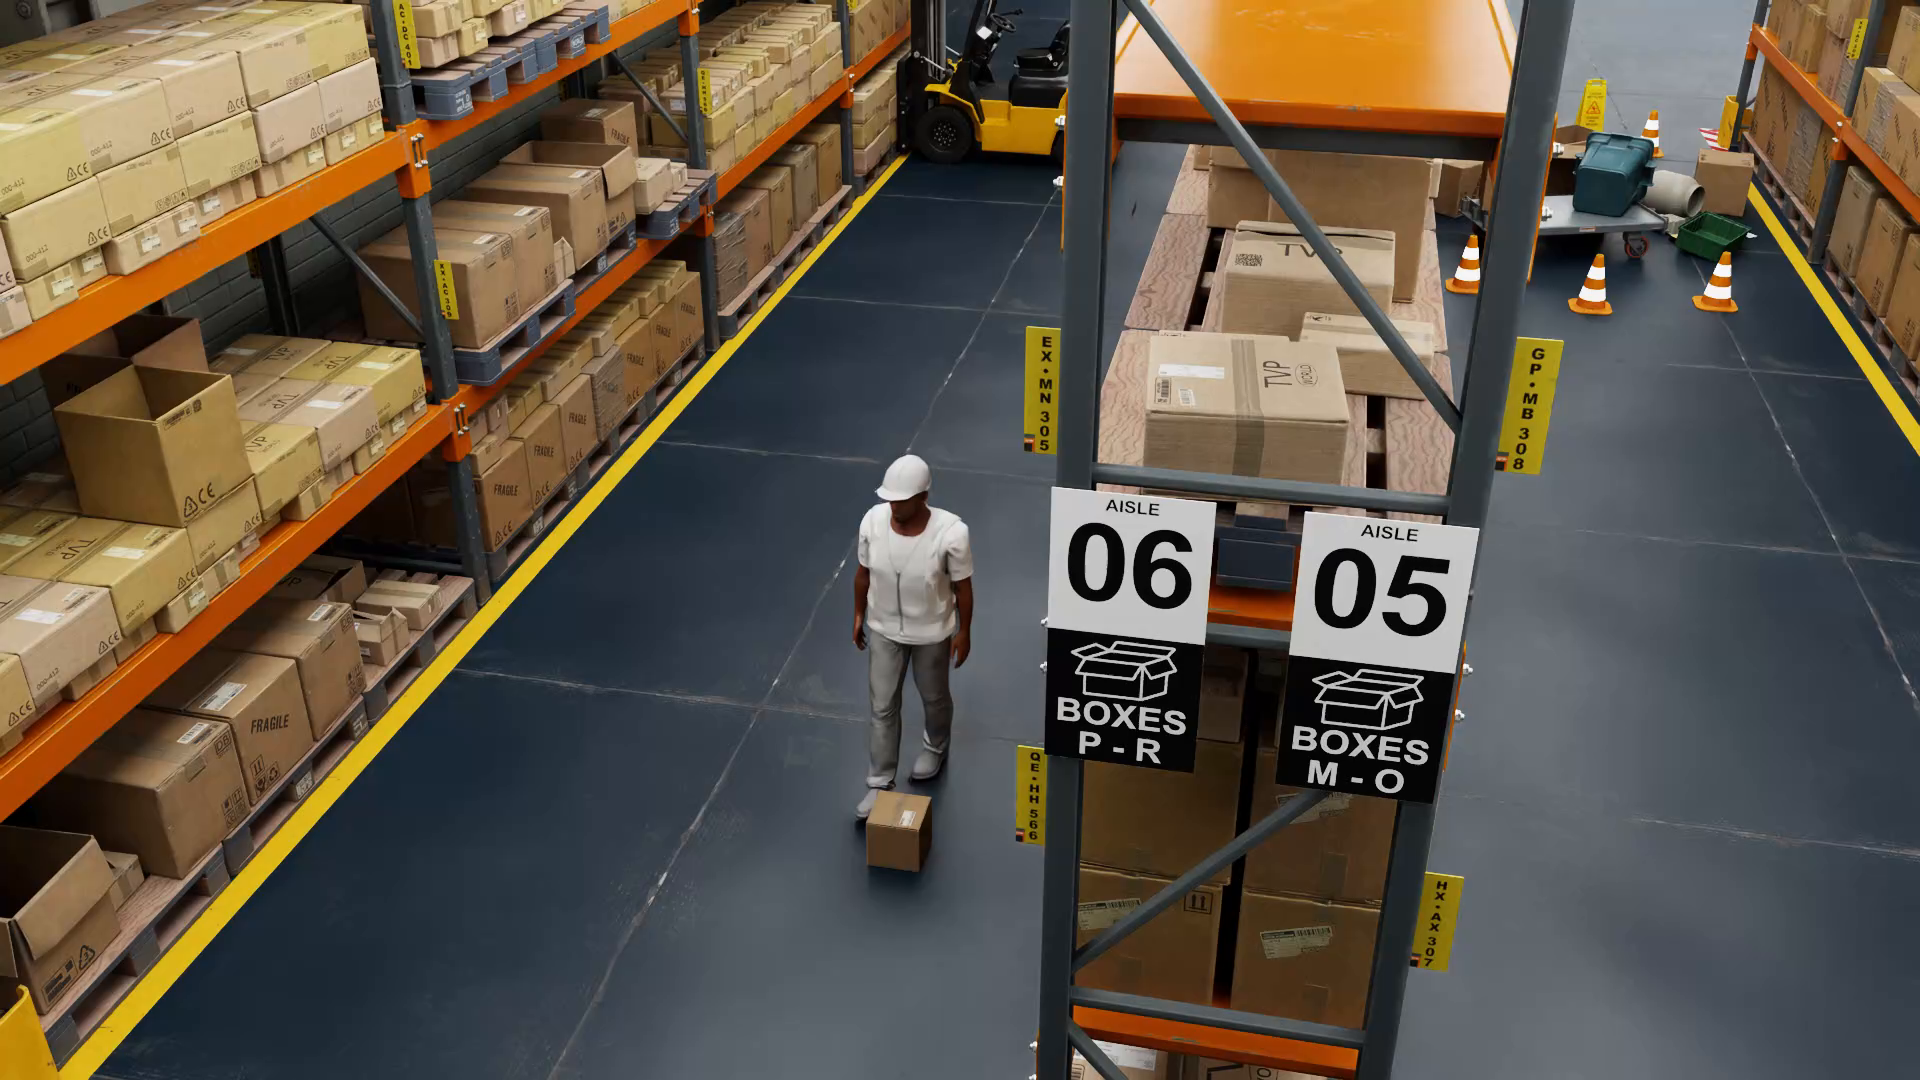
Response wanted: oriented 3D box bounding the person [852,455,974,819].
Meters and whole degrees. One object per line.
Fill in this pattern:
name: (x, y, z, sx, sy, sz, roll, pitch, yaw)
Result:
person: (-0.265, 0.455, 7.753, 0.592, 1.760, 0.745, 8, 30, 14)
